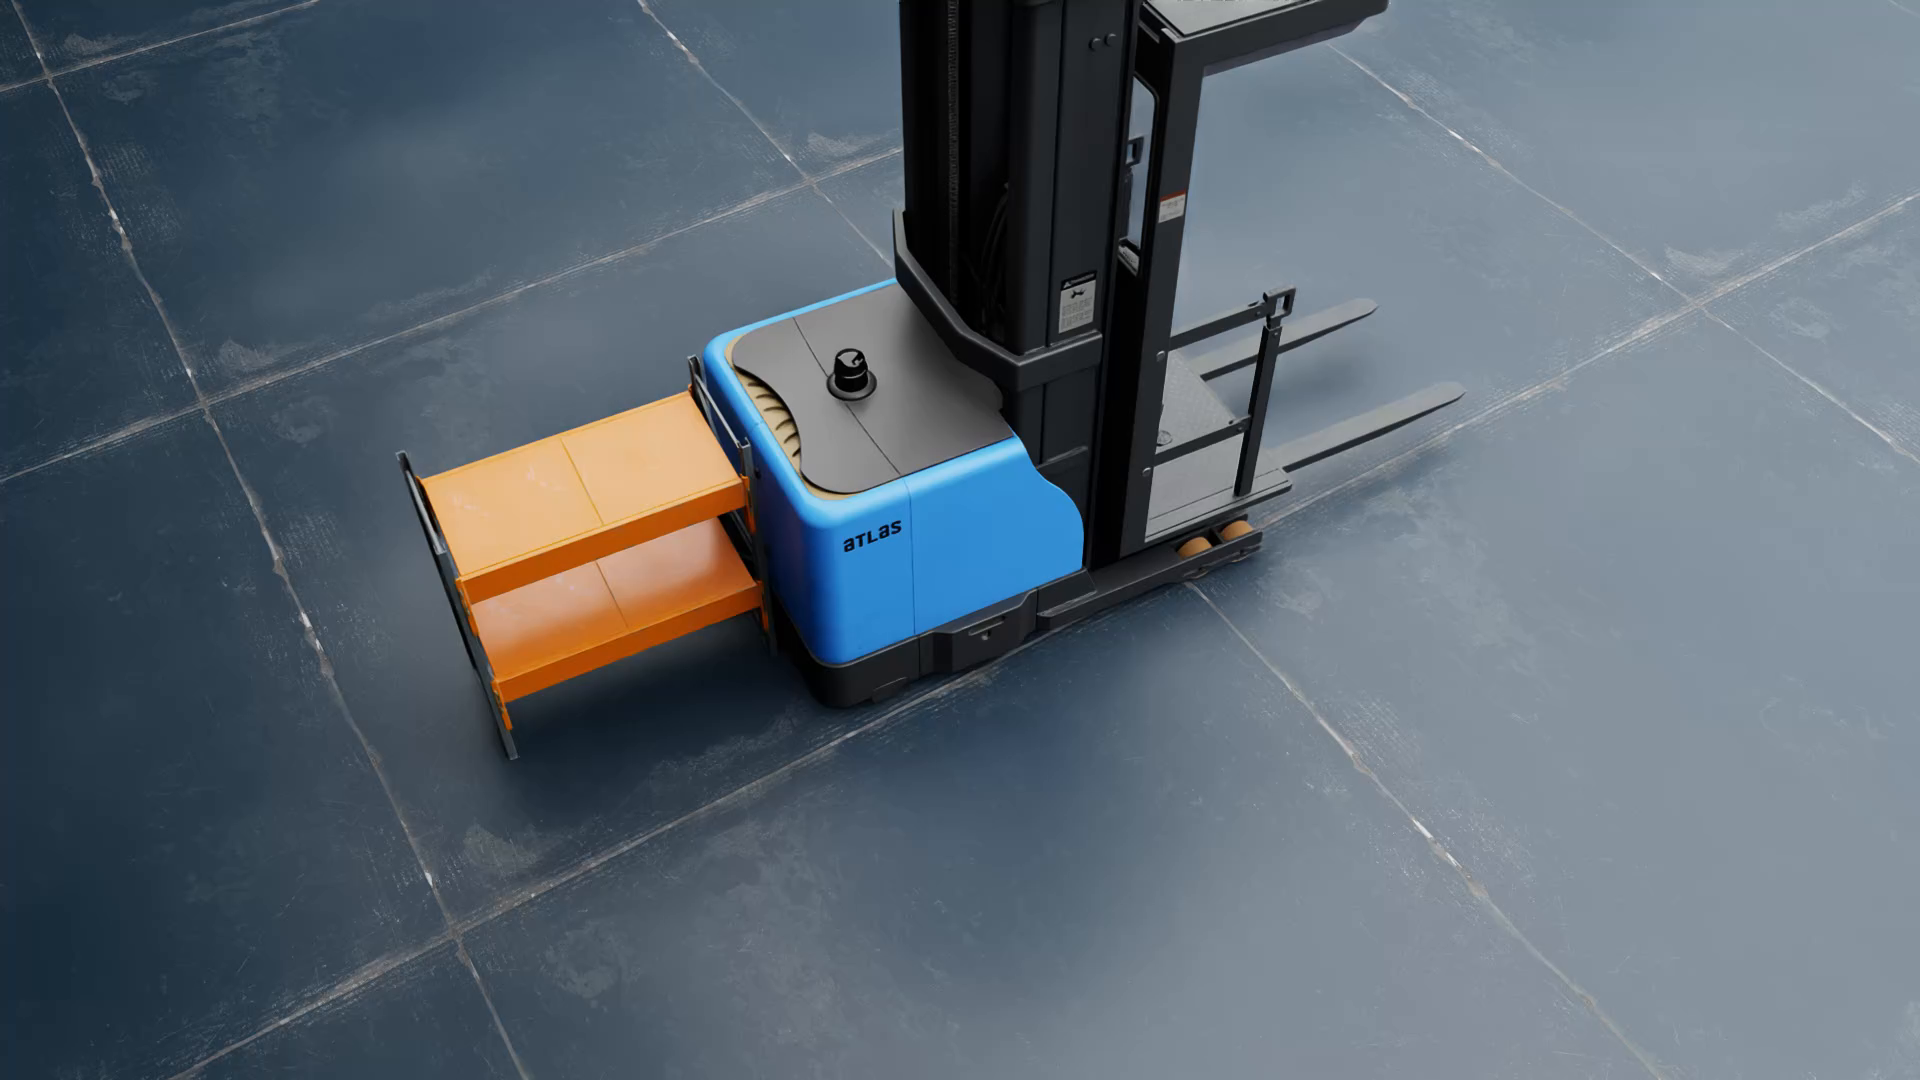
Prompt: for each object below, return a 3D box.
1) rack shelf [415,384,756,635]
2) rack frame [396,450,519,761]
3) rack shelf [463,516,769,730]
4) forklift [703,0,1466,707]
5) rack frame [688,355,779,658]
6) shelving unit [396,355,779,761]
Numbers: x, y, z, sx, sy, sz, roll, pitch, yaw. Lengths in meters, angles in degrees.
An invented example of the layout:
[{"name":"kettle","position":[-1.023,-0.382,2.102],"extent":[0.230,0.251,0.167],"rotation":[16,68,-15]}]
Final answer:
[{"name":"rack shelf","position":[-1.268,-0.119,5.656],"extent":[1.000,0.278,0.538],"rotation":[-21,52,-18]},{"name":"rack frame","position":[-1.720,0.250,5.720],"extent":[0.032,1.125,0.500],"rotation":[-21,52,-18]},{"name":"rack shelf","position":[-1.268,0.239,6.057],"extent":[1.000,0.278,0.538],"rotation":[-21,52,-18]},{"name":"forklift","position":[0.621,-1.155,5.761],"extent":[3.031,2.935,1.130],"rotation":[-21,52,-18]},{"name":"rack frame","position":[-0.816,-0.098,6.029],"extent":[0.032,1.125,0.500],"rotation":[-21,52,-18]},{"name":"shelving unit","position":[-1.268,0.076,5.874],"extent":[1.048,1.125,0.538],"rotation":[-21,52,-18]}]
